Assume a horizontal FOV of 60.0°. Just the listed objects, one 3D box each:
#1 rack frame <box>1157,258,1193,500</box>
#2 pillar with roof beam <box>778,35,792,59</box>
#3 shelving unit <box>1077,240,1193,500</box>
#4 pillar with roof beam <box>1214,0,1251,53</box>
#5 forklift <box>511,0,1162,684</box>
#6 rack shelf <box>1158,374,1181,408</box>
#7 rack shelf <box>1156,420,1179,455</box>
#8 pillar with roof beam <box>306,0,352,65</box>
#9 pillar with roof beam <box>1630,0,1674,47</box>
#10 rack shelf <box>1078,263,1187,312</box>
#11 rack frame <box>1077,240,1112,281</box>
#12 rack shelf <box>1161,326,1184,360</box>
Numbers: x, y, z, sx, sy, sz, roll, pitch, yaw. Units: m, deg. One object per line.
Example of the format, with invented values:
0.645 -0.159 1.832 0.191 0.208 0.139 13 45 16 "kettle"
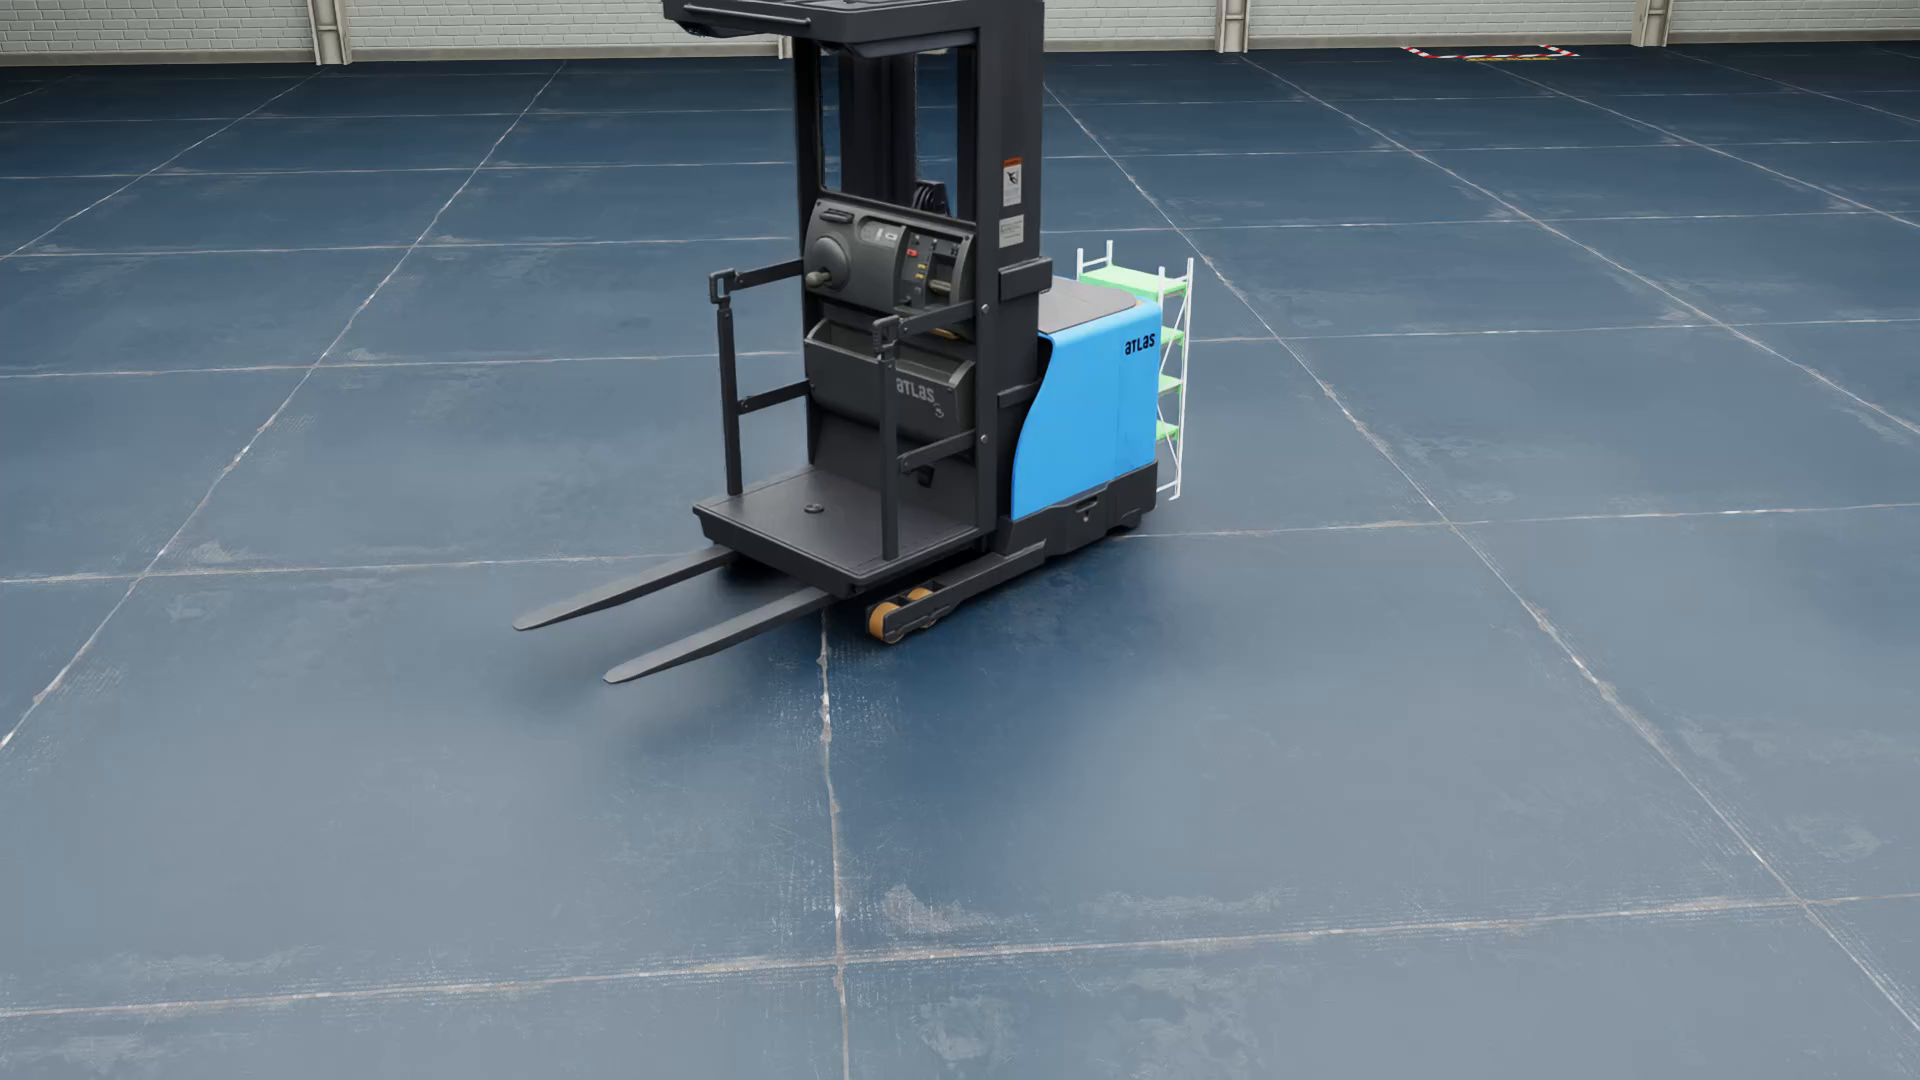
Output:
0.998 -0.730 7.915 0.015 1.200 0.240 22 32 40 "rack frame"
-1.818 -8.874 16.635 0.400 9.000 9.100 -2 24 -5 "pillar with roof beam"
0.823 -0.799 8.070 0.503 1.200 0.258 22 32 40 "shelving unit"
4.153 -9.113 17.174 0.400 9.000 9.100 -2 24 -5 "pillar with roof beam"
-0.451 -1.151 6.730 1.130 2.935 3.031 22 32 40 "forklift"
0.823 -0.741 8.096 0.480 0.148 0.258 22 32 40 "rack shelf"
0.823 -0.521 8.193 0.480 0.148 0.258 22 32 40 "rack shelf"
-7.789 -8.634 16.096 0.400 9.000 9.100 -2 24 -5 "pillar with roof beam"
10.124 -9.353 17.713 0.400 9.000 9.100 -2 24 -5 "pillar with roof beam"
0.824 -1.180 7.901 0.480 0.148 0.258 22 32 40 "rack shelf"
0.648 -0.868 8.225 0.015 1.200 0.240 22 32 40 "rack frame"
0.823 -0.960 7.999 0.480 0.148 0.258 22 32 40 "rack shelf"
